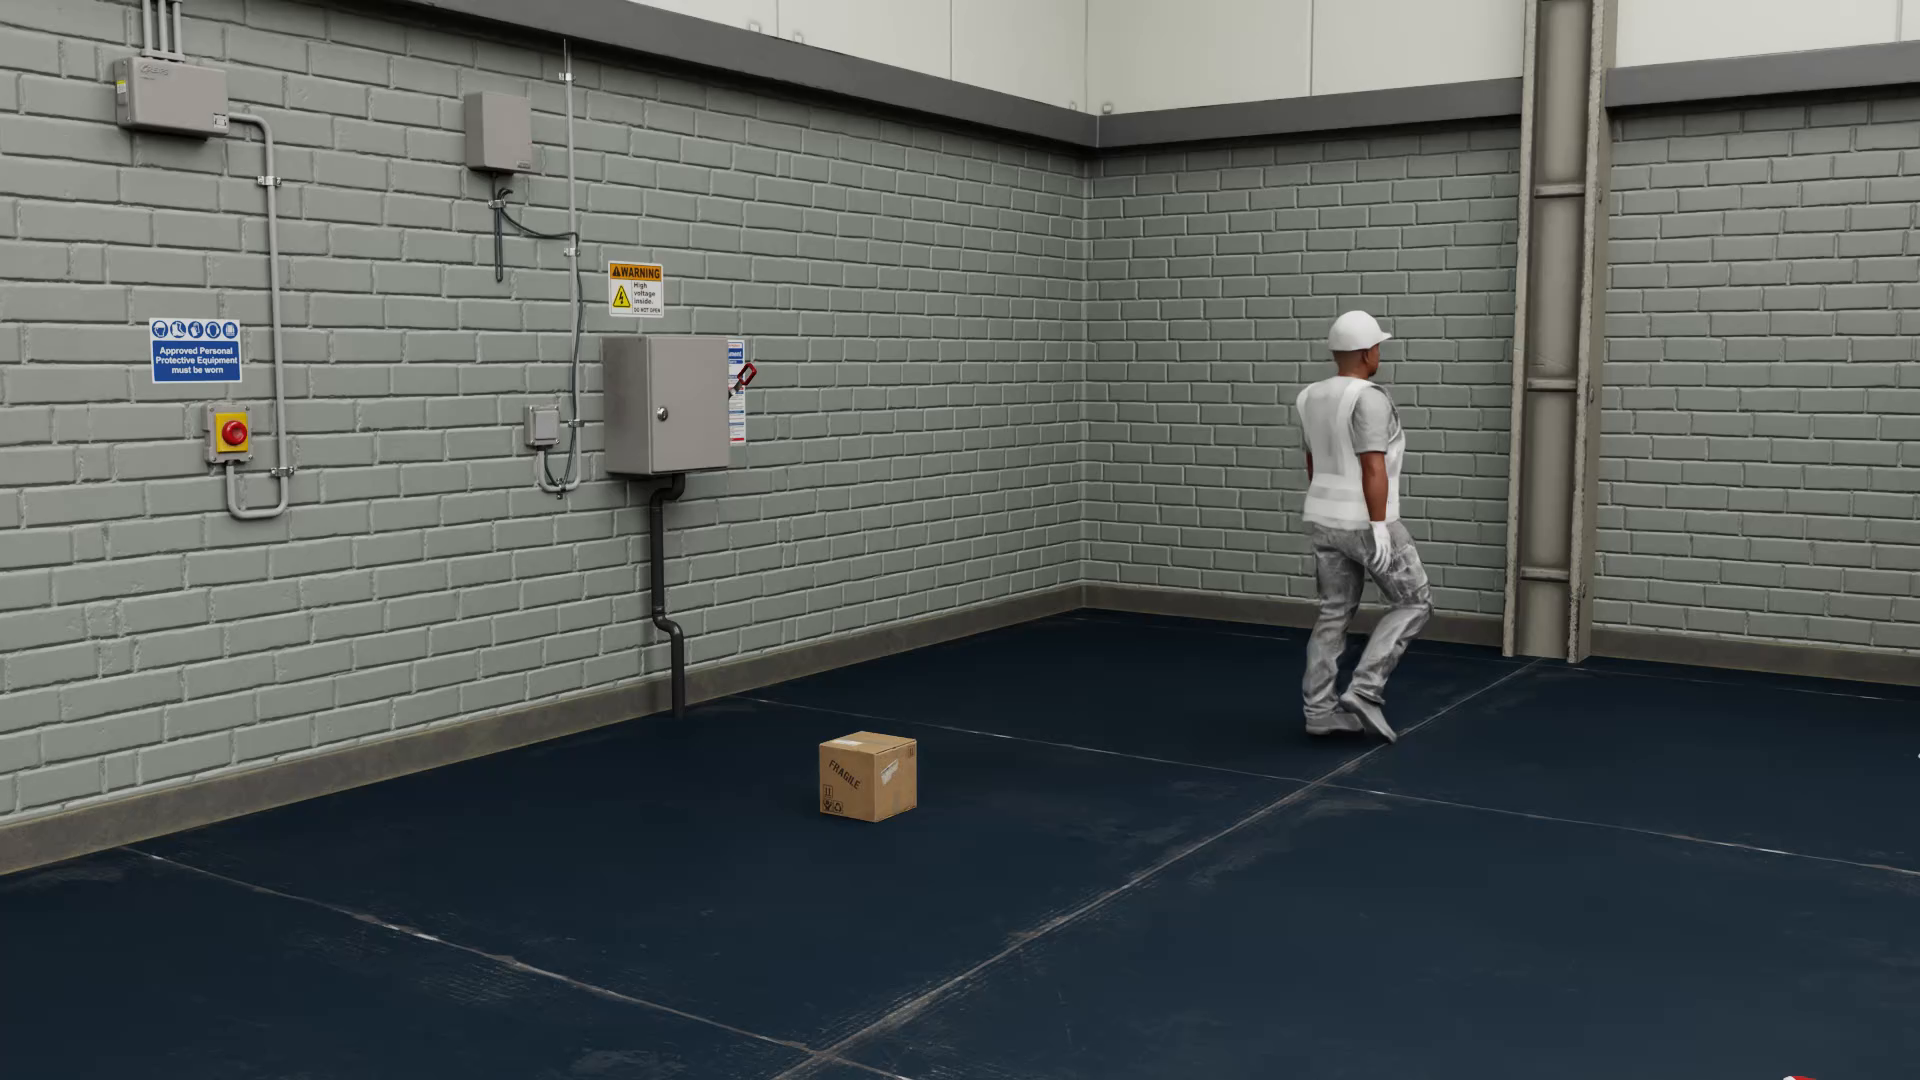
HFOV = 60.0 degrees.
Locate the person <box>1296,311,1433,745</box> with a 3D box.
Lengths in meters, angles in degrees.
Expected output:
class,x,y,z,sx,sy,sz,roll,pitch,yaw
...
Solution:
class,x,y,z,sx,sy,sz,roll,pitch,yaw
person,1.697,-0.053,7.001,0.455,1.808,0.592,-3,7,-24
